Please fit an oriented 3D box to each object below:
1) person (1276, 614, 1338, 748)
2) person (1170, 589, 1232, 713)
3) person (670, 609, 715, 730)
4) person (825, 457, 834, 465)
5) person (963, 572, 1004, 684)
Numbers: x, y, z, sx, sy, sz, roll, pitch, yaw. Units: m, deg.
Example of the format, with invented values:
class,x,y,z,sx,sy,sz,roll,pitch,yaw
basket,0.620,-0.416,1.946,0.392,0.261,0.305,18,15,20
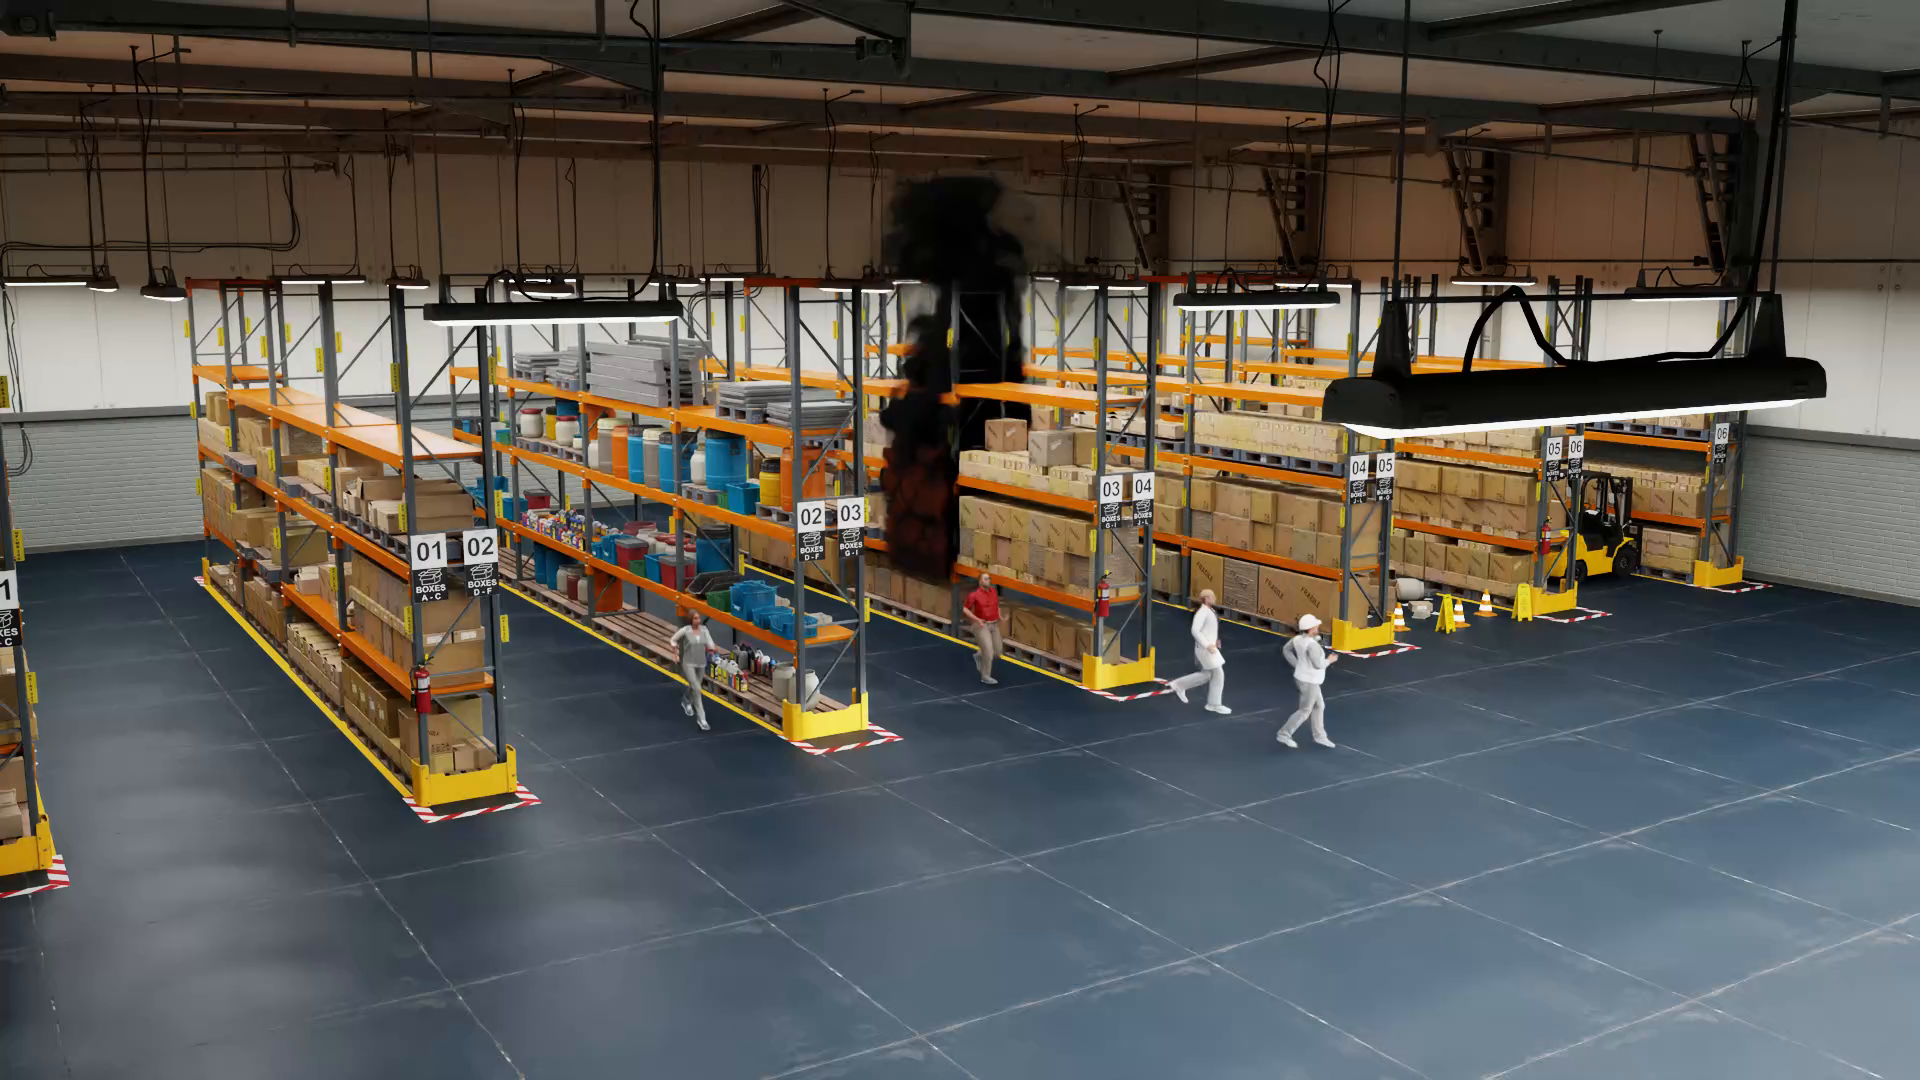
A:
class,x,y,z,sx,sy,sz,roll,pitch,yaw
person,4.518,1.853,21.575,0.836,1.812,0.647,-1,10,-6
person,3.418,1.564,23.530,0.885,1.767,0.738,2,10,9
person,-3.641,1.730,22.770,0.520,1.612,0.842,-7,12,-36
person,-3.359,-1.286,40.278,0.704,1.772,0.967,3,10,18
person,0.361,1.314,25.141,0.664,1.674,0.633,-8,12,-38
